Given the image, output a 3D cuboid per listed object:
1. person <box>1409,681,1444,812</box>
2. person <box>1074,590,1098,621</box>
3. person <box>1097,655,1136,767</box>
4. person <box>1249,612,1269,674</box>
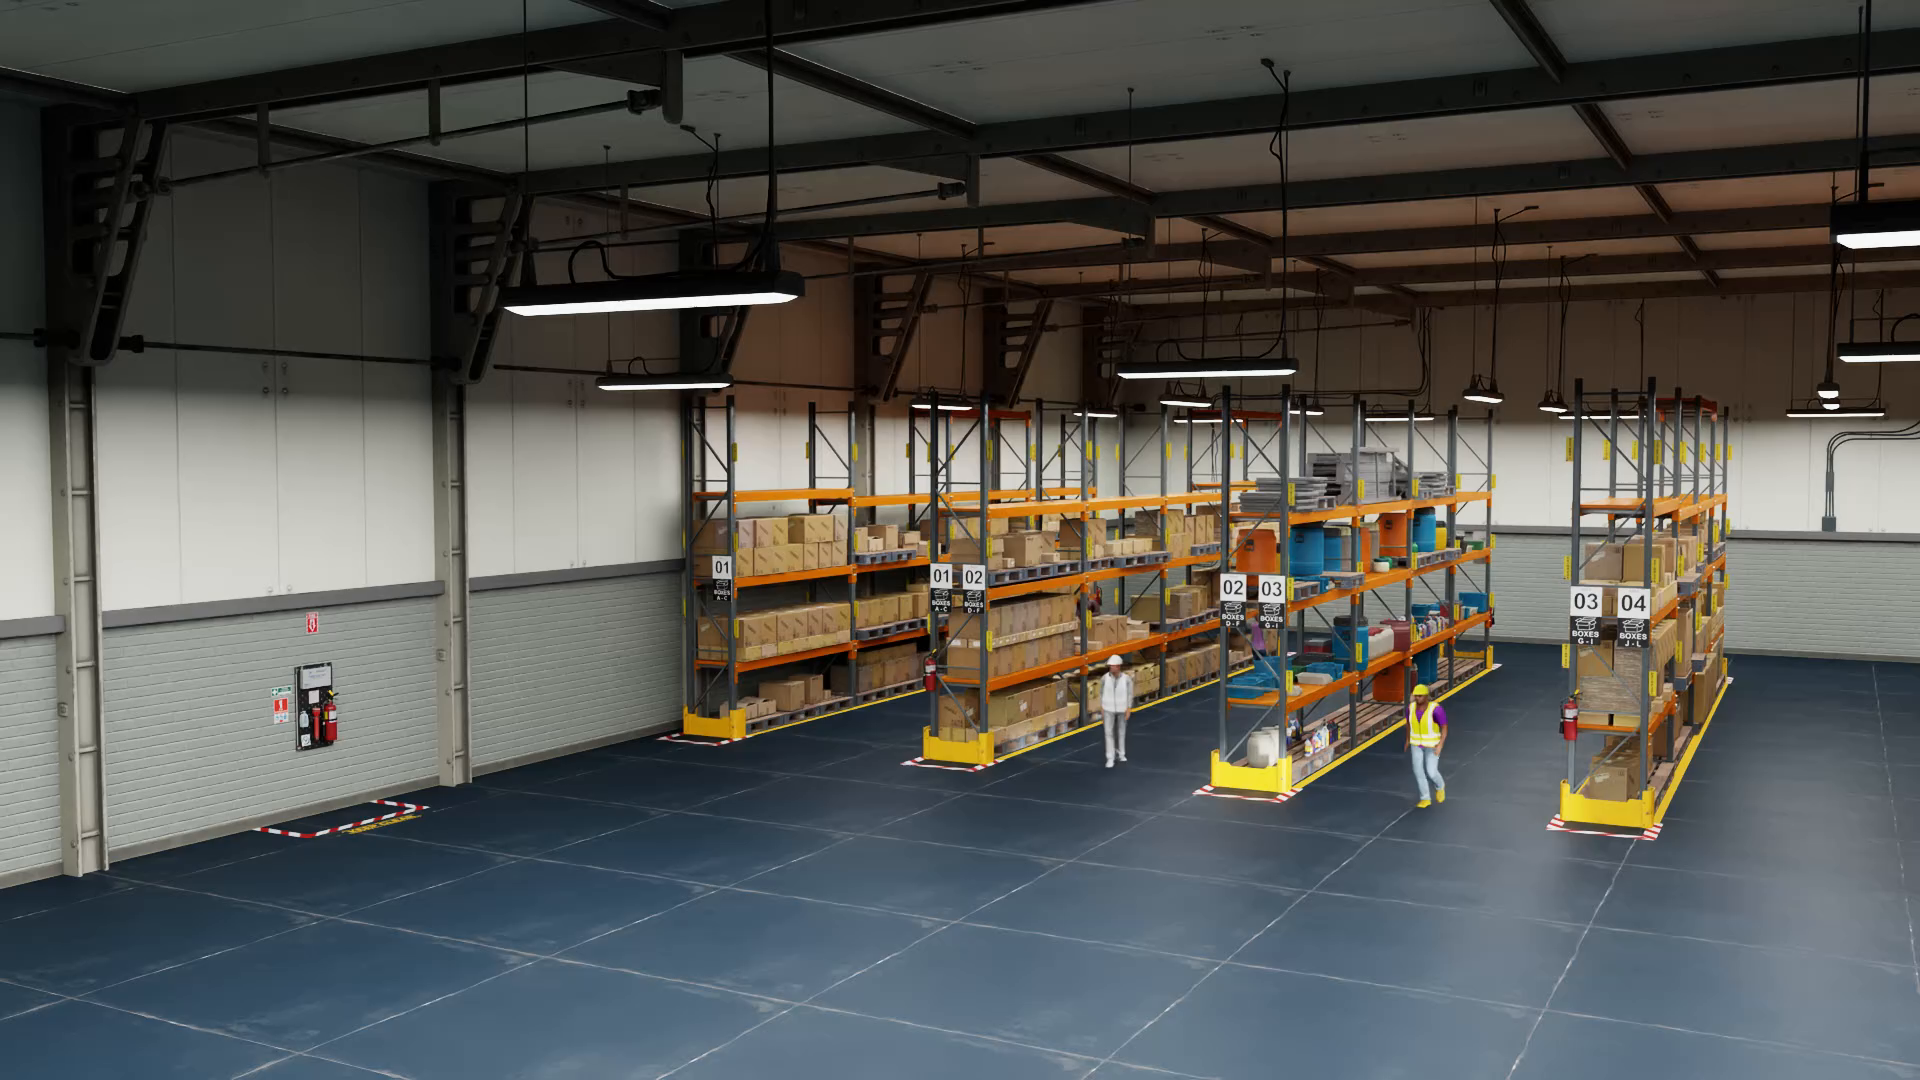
[{"bbox_3d":[6.573,2.907,23.485,0.363,1.830,0.657,-1,3,-24],"label":"person"},{"bbox_3d":[2.946,1.967,39.419,0.712,1.719,0.710,1,3,17],"label":"person"},{"bbox_3d":[2.482,2.726,26.646,0.555,1.759,0.846,3,4,44],"label":"person"},{"bbox_3d":[6.436,2.353,35.516,0.507,1.633,0.353,1,3,13],"label":"person"}]
